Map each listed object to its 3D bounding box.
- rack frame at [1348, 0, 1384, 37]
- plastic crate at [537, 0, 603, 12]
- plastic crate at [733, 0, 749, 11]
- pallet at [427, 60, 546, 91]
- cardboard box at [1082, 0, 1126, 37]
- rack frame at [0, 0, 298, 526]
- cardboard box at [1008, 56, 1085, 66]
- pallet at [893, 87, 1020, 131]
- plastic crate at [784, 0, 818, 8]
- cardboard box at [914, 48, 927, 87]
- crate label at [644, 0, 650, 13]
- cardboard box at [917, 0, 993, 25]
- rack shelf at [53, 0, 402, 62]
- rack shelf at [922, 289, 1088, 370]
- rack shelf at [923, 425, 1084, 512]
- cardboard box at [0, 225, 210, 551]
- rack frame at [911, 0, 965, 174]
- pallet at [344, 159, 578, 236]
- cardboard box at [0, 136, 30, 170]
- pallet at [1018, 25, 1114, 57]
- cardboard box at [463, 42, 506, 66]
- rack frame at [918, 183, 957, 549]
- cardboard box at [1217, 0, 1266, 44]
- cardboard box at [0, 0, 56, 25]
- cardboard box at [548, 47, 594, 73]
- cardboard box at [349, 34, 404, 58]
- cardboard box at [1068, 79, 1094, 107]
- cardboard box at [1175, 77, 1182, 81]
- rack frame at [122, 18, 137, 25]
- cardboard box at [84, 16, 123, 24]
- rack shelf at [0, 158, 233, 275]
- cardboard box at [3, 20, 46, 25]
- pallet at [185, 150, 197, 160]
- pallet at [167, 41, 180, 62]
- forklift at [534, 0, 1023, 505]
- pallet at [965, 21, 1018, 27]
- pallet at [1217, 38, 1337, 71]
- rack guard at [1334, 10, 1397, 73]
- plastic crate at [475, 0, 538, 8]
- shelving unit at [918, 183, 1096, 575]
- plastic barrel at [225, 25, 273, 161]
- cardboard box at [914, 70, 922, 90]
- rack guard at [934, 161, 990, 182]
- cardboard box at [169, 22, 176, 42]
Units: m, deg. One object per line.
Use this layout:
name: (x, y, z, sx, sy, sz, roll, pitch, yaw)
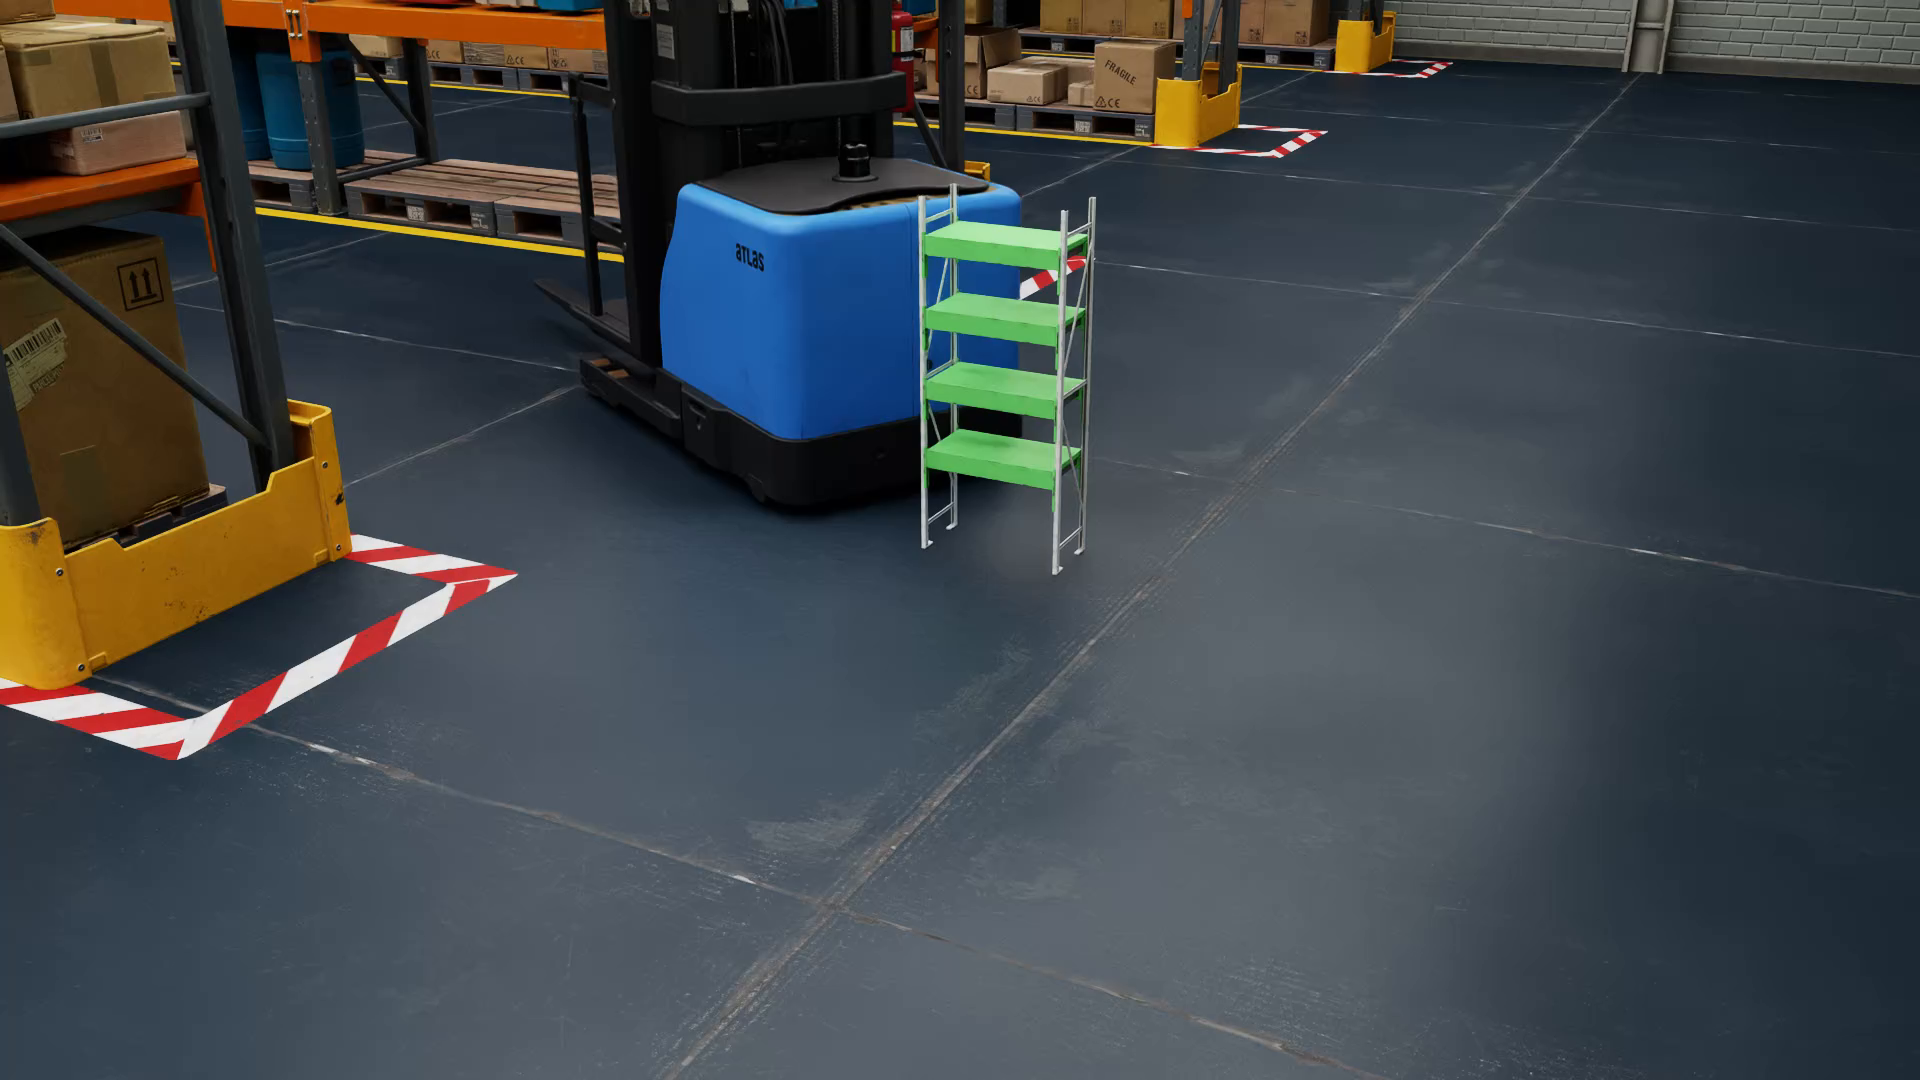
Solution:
rack frame: (4.220, -6.371, 16.898, 0.127, 3.000, 1.000, 11, 25, 25)
plastic crate: (-2.198, -3.135, 9.426, 0.300, 0.233, 0.416, 11, 25, 25)
plastic crate: (-1.059, -2.898, 8.992, 0.243, 0.136, 0.396, 11, 25, 25)
pallet: (-4.502, -4.625, 16.355, 1.213, 0.211, 1.003, 11, 25, 25)
cardboard box: (1.718, -5.863, 18.360, 0.500, 0.500, 0.700, 11, 25, 24)
rack frame: (-2.485, -1.181, 4.695, 0.127, 3.000, 1.000, 11, 25, 25)
cardboard box: (0.739, -3.949, 14.155, 0.500, 0.250, 0.500, 11, 25, 25)
pallet: (0.124, -3.727, 14.244, 1.213, 0.211, 1.003, 11, 25, 25)
plastic crate: (-0.633, -2.949, 8.729, 0.499, 0.435, 0.616, 11, 25, 25)
cardboard box: (-0.275, -4.178, 14.615, 0.500, 0.311, 0.500, 11, 25, 25)
crate label: (-1.571, -2.995, 9.220, 0.243, 0.136, 0.396, 11, 25, 25)
cardboard box: (0.012, -6.351, 19.061, 0.750, 0.750, 0.750, 12, 26, 25)
rack shelf: (-5.604, -3.640, 11.394, 4.000, 0.370, 1.077, 11, 25, 25)
rack shelf: (0.148, -0.685, 5.378, 0.480, 0.148, 0.258, 11, 25, 25)
rack shelf: (0.148, -0.243, 5.565, 0.480, 0.148, 0.258, 11, 25, 25)
cardboard box: (-3.092, -0.482, 5.228, 0.875, 0.875, 0.875, 11, 25, 25)
rack frame: (-0.250, -2.911, 8.762, 0.127, 3.000, 1.000, 11, 25, 25)
pallet: (-3.146, -2.218, 10.696, 1.213, 0.211, 1.003, 11, 25, 25)
cardboard box: (-2.882, -1.288, 5.268, 0.250, 0.149, 0.380, 11, 25, 24)
pallet: (1.294, -5.633, 18.725, 1.213, 0.211, 1.003, 11, 25, 25)
cardboard box: (-4.404, -4.835, 15.917, 0.500, 0.500, 0.500, 10, 25, 23)
rack frame: (-0.070, -0.566, 5.548, 0.015, 1.200, 0.240, 11, 25, 25)
cardboard box: (3.104, -5.591, 17.722, 0.500, 0.500, 0.700, 11, 25, 24)
cardboard box: (-3.237, -1.862, 5.148, 0.500, 0.500, 0.500, 11, 25, 23)
cardboard box: (-3.490, -4.654, 15.492, 0.500, 0.500, 0.500, 10, 25, 23)
cardboard box: (-5.731, -4.989, 16.625, 0.500, 0.250, 0.500, 12, 26, 26)
cardboard box: (1.071, -3.652, 13.563, 0.250, 0.166, 0.380, 11, 25, 25)
cardboard box: (1.770, -3.725, 13.757, 0.250, 0.149, 0.380, 11, 25, 25)
rack frame: (-8.721, -6.759, 17.811, 0.127, 3.000, 1.000, 11, 25, 25)
cardboard box: (-9.233, -5.693, 18.280, 0.500, 0.250, 0.500, 11, 25, 25)
rack shelf: (-4.269, -1.203, 5.666, 4.000, 0.370, 1.077, 11, 25, 25)
cardboard box: (-3.258, -1.518, 5.297, 0.500, 0.250, 0.500, 11, 25, 24)
pallet: (-5.582, -2.700, 11.829, 1.213, 0.211, 1.003, 11, 25, 25)
pallet: (-8.046, -5.360, 18.083, 1.213, 0.211, 1.003, 11, 25, 25)
forklift: (-0.989, -1.996, 6.699, 1.130, 2.935, 3.031, -14, 27, -30)
pallet: (-0.072, -5.904, 19.364, 1.213, 0.211, 1.003, 11, 25, 25)
pallet: (3.471, -5.202, 17.712, 1.213, 0.211, 1.003, 11, 25, 25)
rack guard: (4.242, -5.217, 17.378, 0.348, 0.500, 1.175, 11, 25, 25)
plastic crate: (-2.540, -3.257, 9.649, 0.530, 0.282, 0.437, 11, 25, 25)
shelving unit: (0.148, -0.523, 5.446, 0.503, 1.200, 0.258, 11, 25, 25)
plastic barrel: (-4.929, -3.072, 11.286, 0.708, 0.901, 0.600, 11, 25, 25)
cardboard box: (-0.528, -3.946, 14.255, 0.250, 0.166, 0.380, 11, 25, 25)
rack guard: (-0.223, -1.761, 9.252, 0.348, 0.500, 1.175, 11, 25, 25)
cardboard box: (-8.017, -5.439, 17.683, 0.500, 0.250, 0.500, 12, 26, 26)
